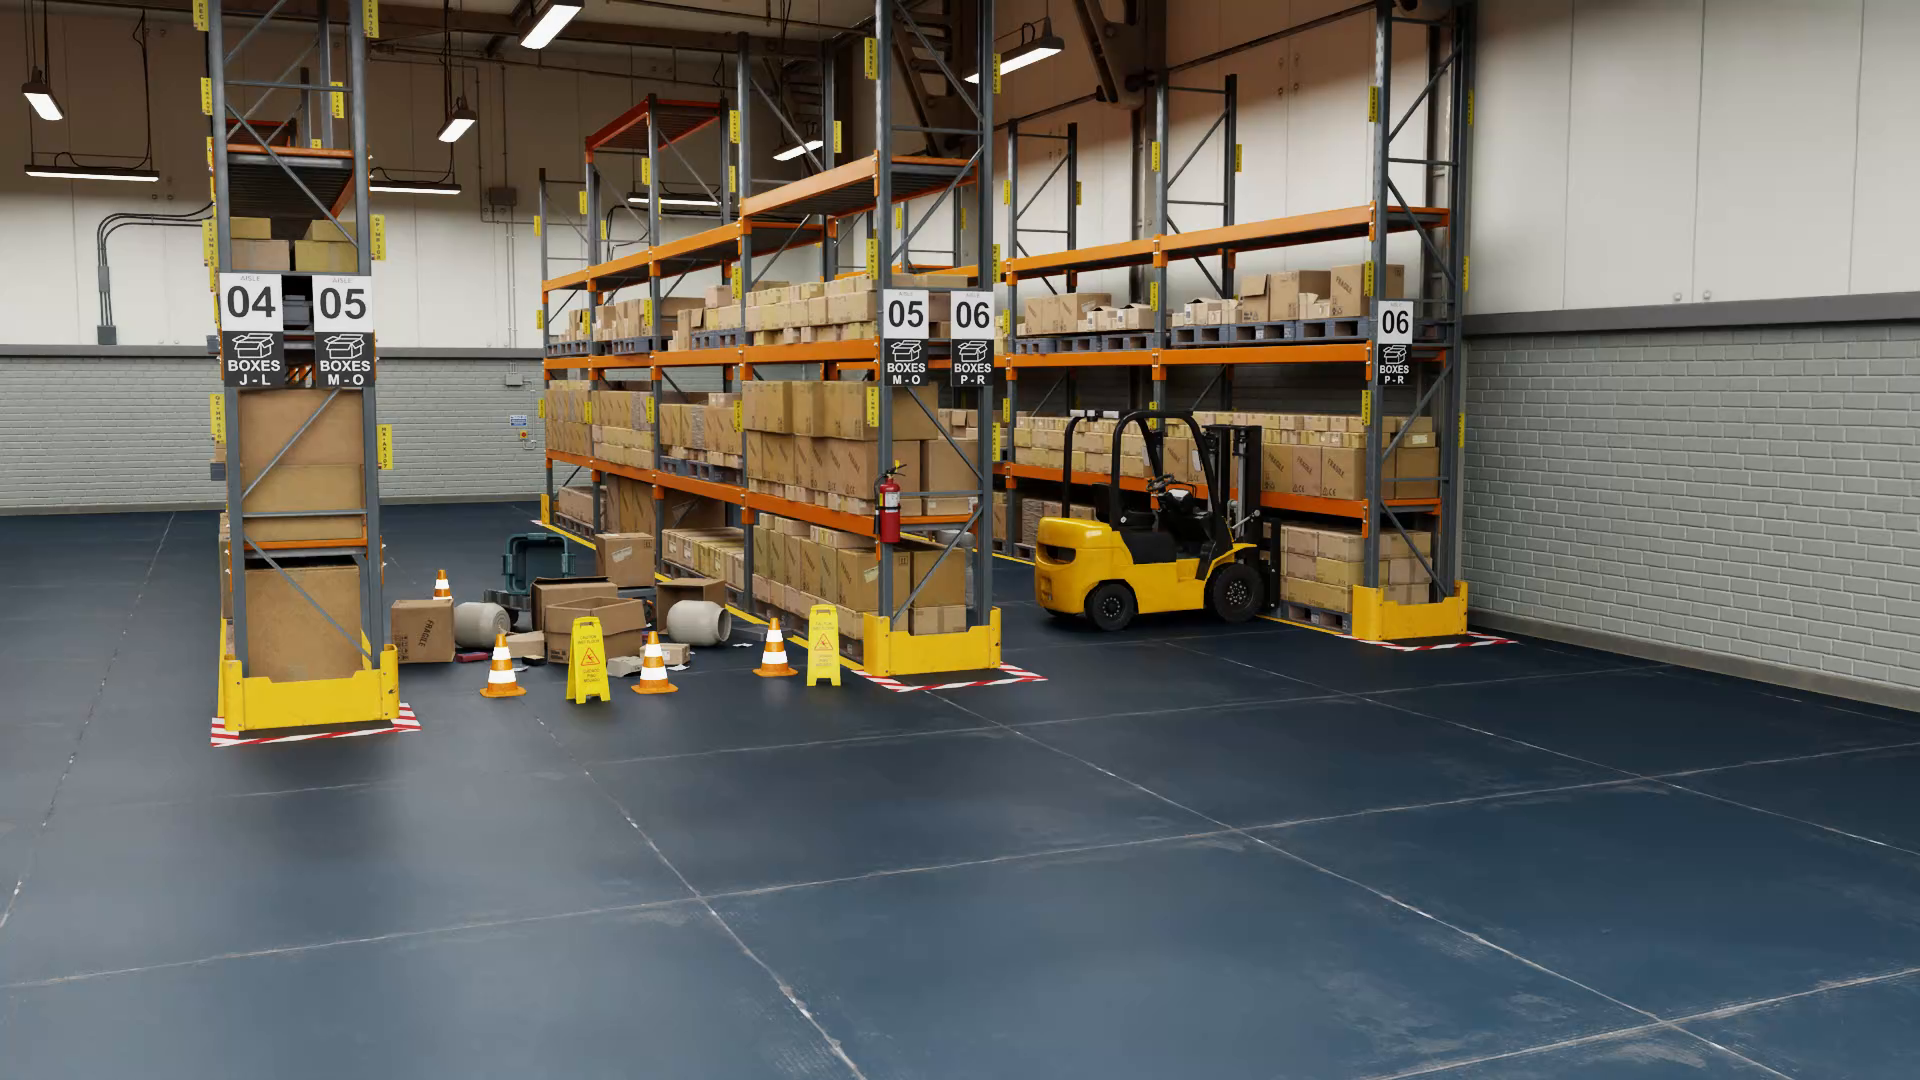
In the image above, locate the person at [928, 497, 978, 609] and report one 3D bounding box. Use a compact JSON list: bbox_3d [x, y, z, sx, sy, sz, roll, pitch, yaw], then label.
[{"bbox_3d":[-0.083,-0.075,17.650,0.597,1.670,0.529,-3,6,-25],"label":"person"}]
